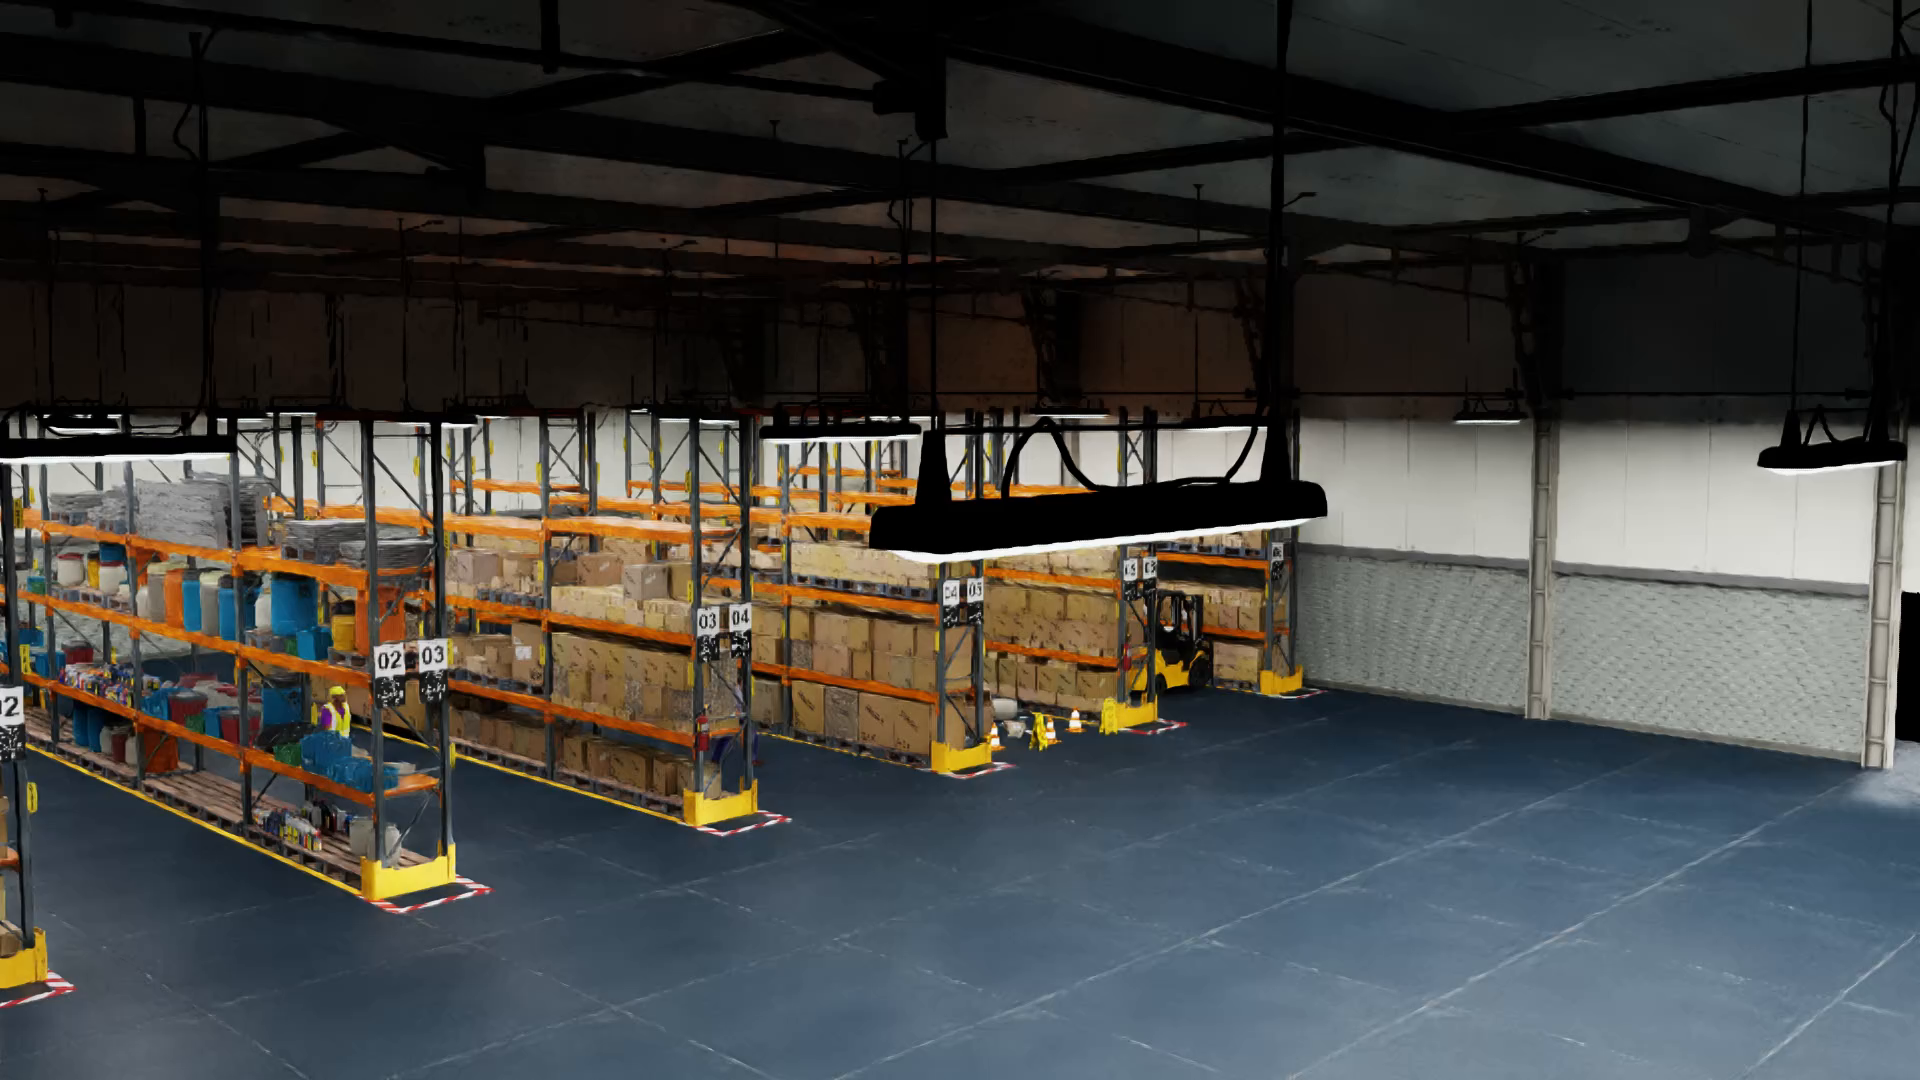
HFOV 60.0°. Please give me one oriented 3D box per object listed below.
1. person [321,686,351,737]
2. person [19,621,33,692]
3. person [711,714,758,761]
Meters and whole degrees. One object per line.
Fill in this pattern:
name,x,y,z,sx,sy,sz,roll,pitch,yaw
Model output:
person,-9.809,2.819,26.225,0.562,1.049,0.566,4,6,36
person,-19.506,2.434,34.602,0.424,1.525,0.489,-1,5,-9
person,-3.823,3.302,28.218,0.685,0.925,0.502,3,6,27
